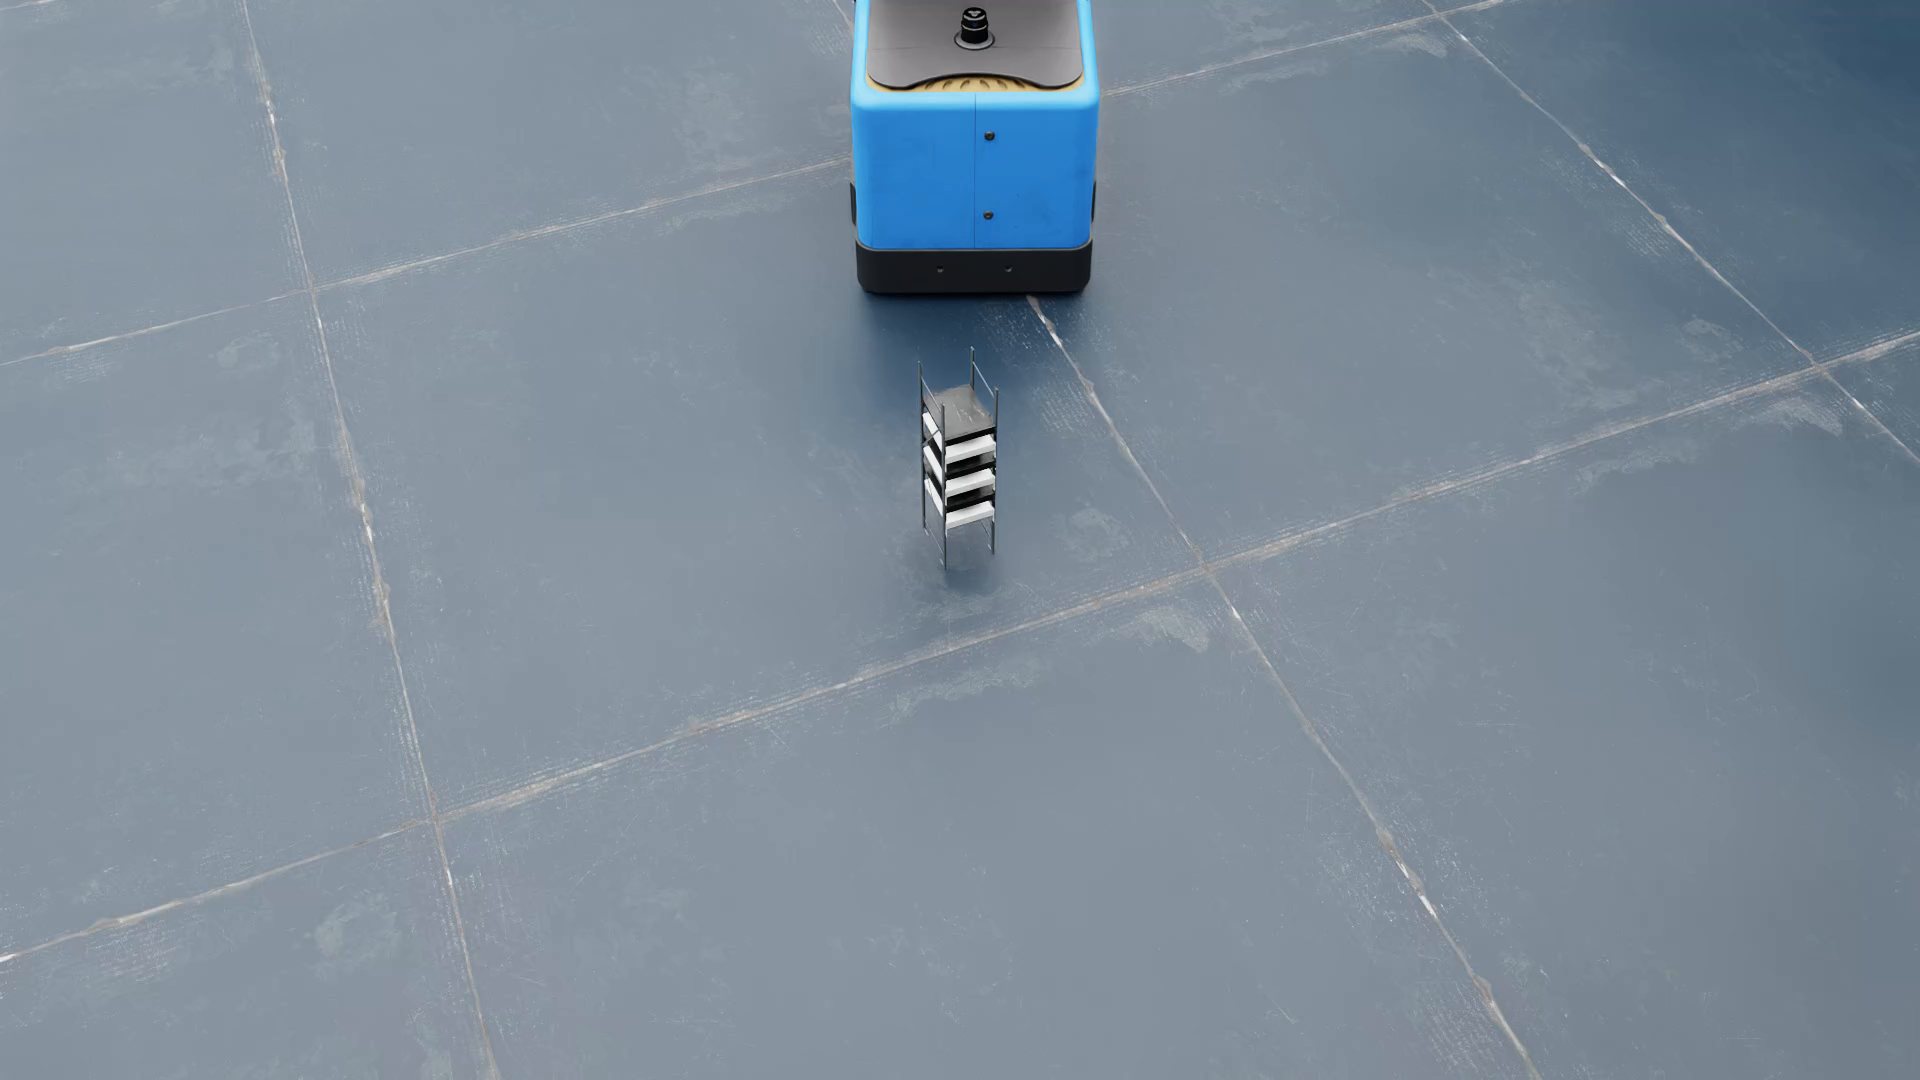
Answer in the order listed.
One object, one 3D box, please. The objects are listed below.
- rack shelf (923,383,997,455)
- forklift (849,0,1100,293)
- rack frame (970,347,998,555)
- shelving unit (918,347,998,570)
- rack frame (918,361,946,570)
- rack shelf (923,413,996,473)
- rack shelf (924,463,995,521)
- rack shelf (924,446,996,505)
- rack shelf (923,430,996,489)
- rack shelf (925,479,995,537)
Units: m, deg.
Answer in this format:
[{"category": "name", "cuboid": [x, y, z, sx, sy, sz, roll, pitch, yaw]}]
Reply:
[{"category": "rack shelf", "cuboid": [-0.008, -0.445, 6.068, 0.200, 0.077, 0.258, -17, 52, -14]}, {"category": "forklift", "cuboid": [0.053, -3.165, 7.377, 1.130, 2.935, 3.031, 0, 49, 0]}, {"category": "rack frame", "cuboid": [0.087, -0.320, 6.272, 0.006, 0.900, 0.240, -17, 52, -14]}, {"category": "shelving unit", "cuboid": [-0.008, -0.291, 6.247, 0.210, 0.900, 0.258, -17, 52, -14]}, {"category": "rack frame", "cuboid": [-0.102, -0.262, 6.222, 0.006, 0.900, 0.240, -17, 52, -14]}, {"category": "rack shelf", "cuboid": [-0.008, -0.386, 6.136, 0.200, 0.077, 0.258, -17, 52, -14]}, {"category": "rack shelf", "cuboid": [-0.008, -0.211, 6.341, 0.200, 0.077, 0.258, -17, 52, -14]}, {"category": "rack shelf", "cuboid": [-0.008, -0.269, 6.273, 0.200, 0.077, 0.258, -17, 52, -14]}, {"category": "rack shelf", "cuboid": [-0.008, -0.328, 6.204, 0.200, 0.077, 0.258, -17, 52, -14]}, {"category": "rack shelf", "cuboid": [-0.008, -0.152, 6.409, 0.200, 0.077, 0.258, -17, 52, -14]}]
